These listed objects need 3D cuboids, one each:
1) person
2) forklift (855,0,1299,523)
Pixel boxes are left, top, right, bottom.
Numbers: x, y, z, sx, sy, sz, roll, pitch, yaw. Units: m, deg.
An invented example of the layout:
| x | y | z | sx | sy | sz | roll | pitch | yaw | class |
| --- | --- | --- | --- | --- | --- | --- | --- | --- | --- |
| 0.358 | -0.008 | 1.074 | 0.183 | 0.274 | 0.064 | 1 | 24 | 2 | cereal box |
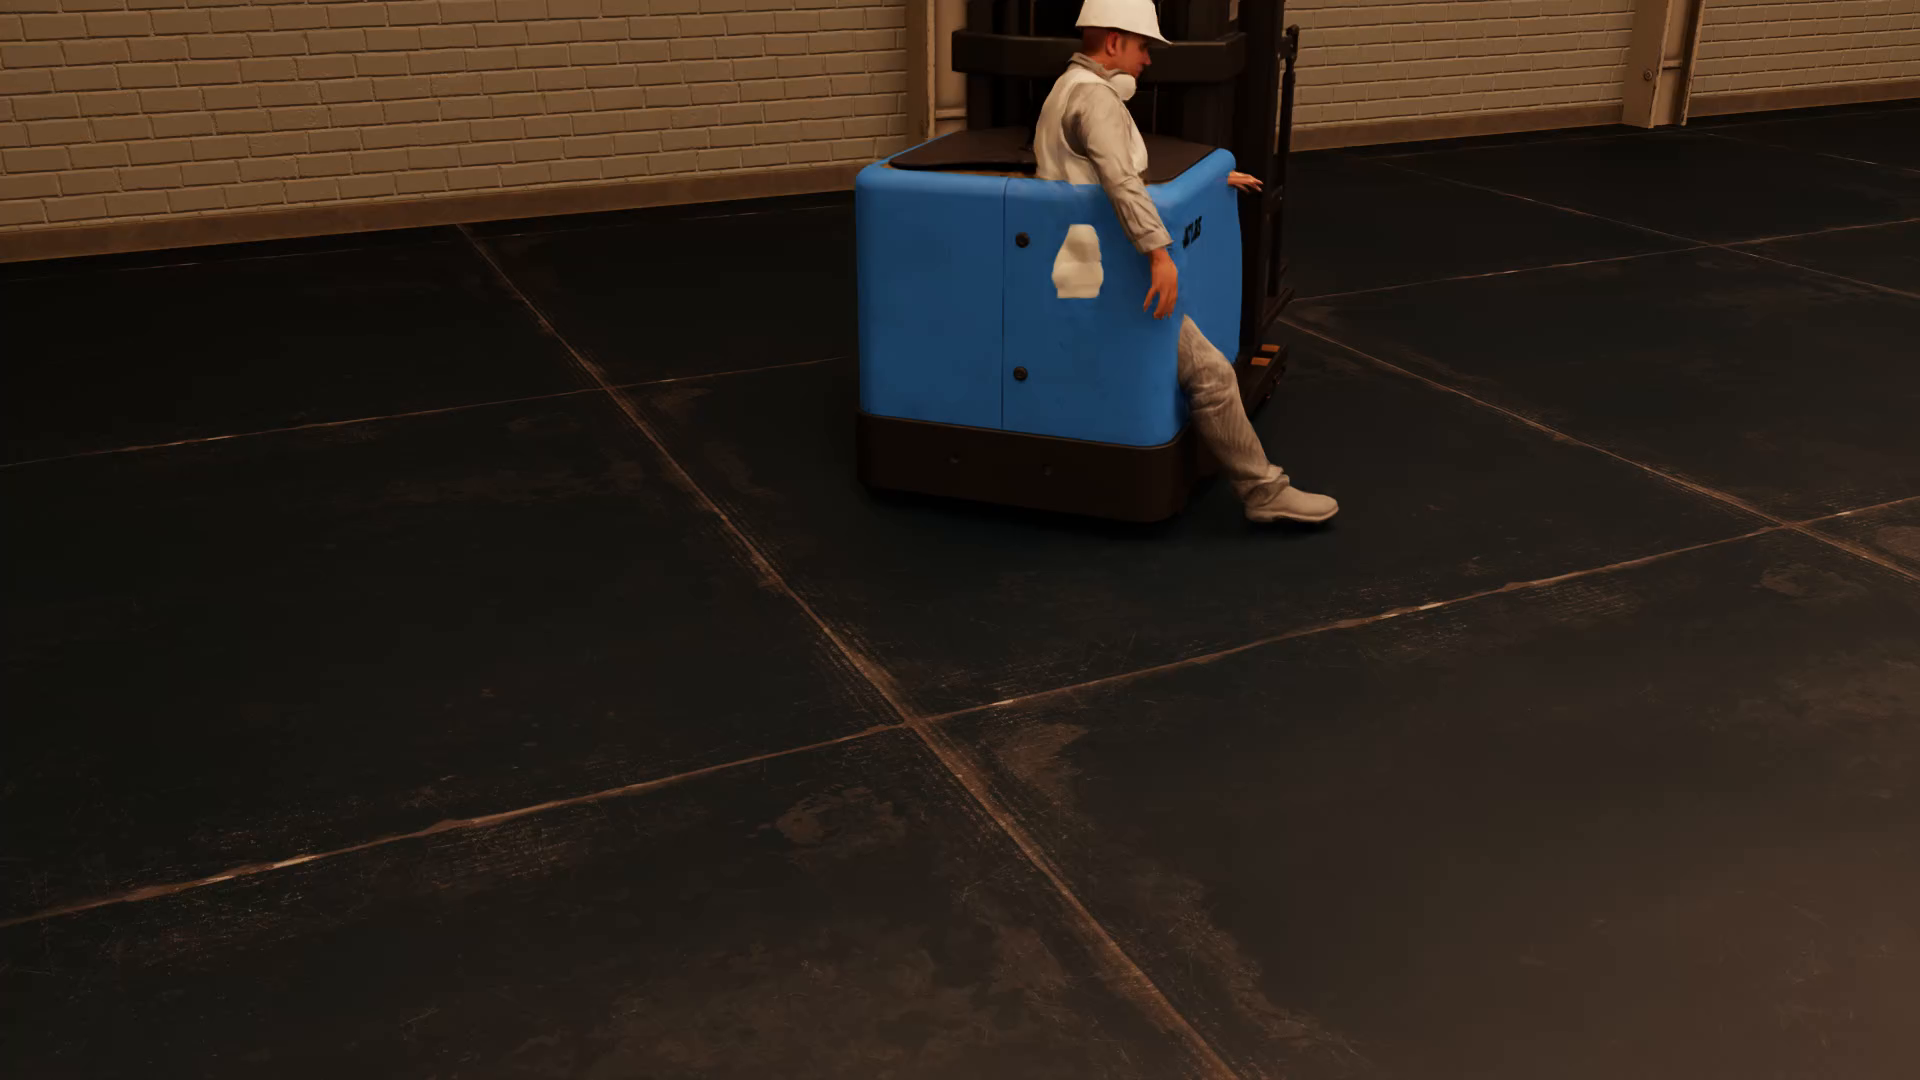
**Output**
| x | y | z | sx | sy | sz | roll | pitch | yaw | class |
| --- | --- | --- | --- | --- | --- | --- | --- | --- | --- |
| 0.676 | -0.882 | 5.094 | 0.930 | 1.565 | 0.866 | -4 | 23 | -8 | person |
| 0.659 | -1.941 | 5.959 | 1.130 | 2.935 | 3.031 | 8 | 24 | 19 | forklift |
